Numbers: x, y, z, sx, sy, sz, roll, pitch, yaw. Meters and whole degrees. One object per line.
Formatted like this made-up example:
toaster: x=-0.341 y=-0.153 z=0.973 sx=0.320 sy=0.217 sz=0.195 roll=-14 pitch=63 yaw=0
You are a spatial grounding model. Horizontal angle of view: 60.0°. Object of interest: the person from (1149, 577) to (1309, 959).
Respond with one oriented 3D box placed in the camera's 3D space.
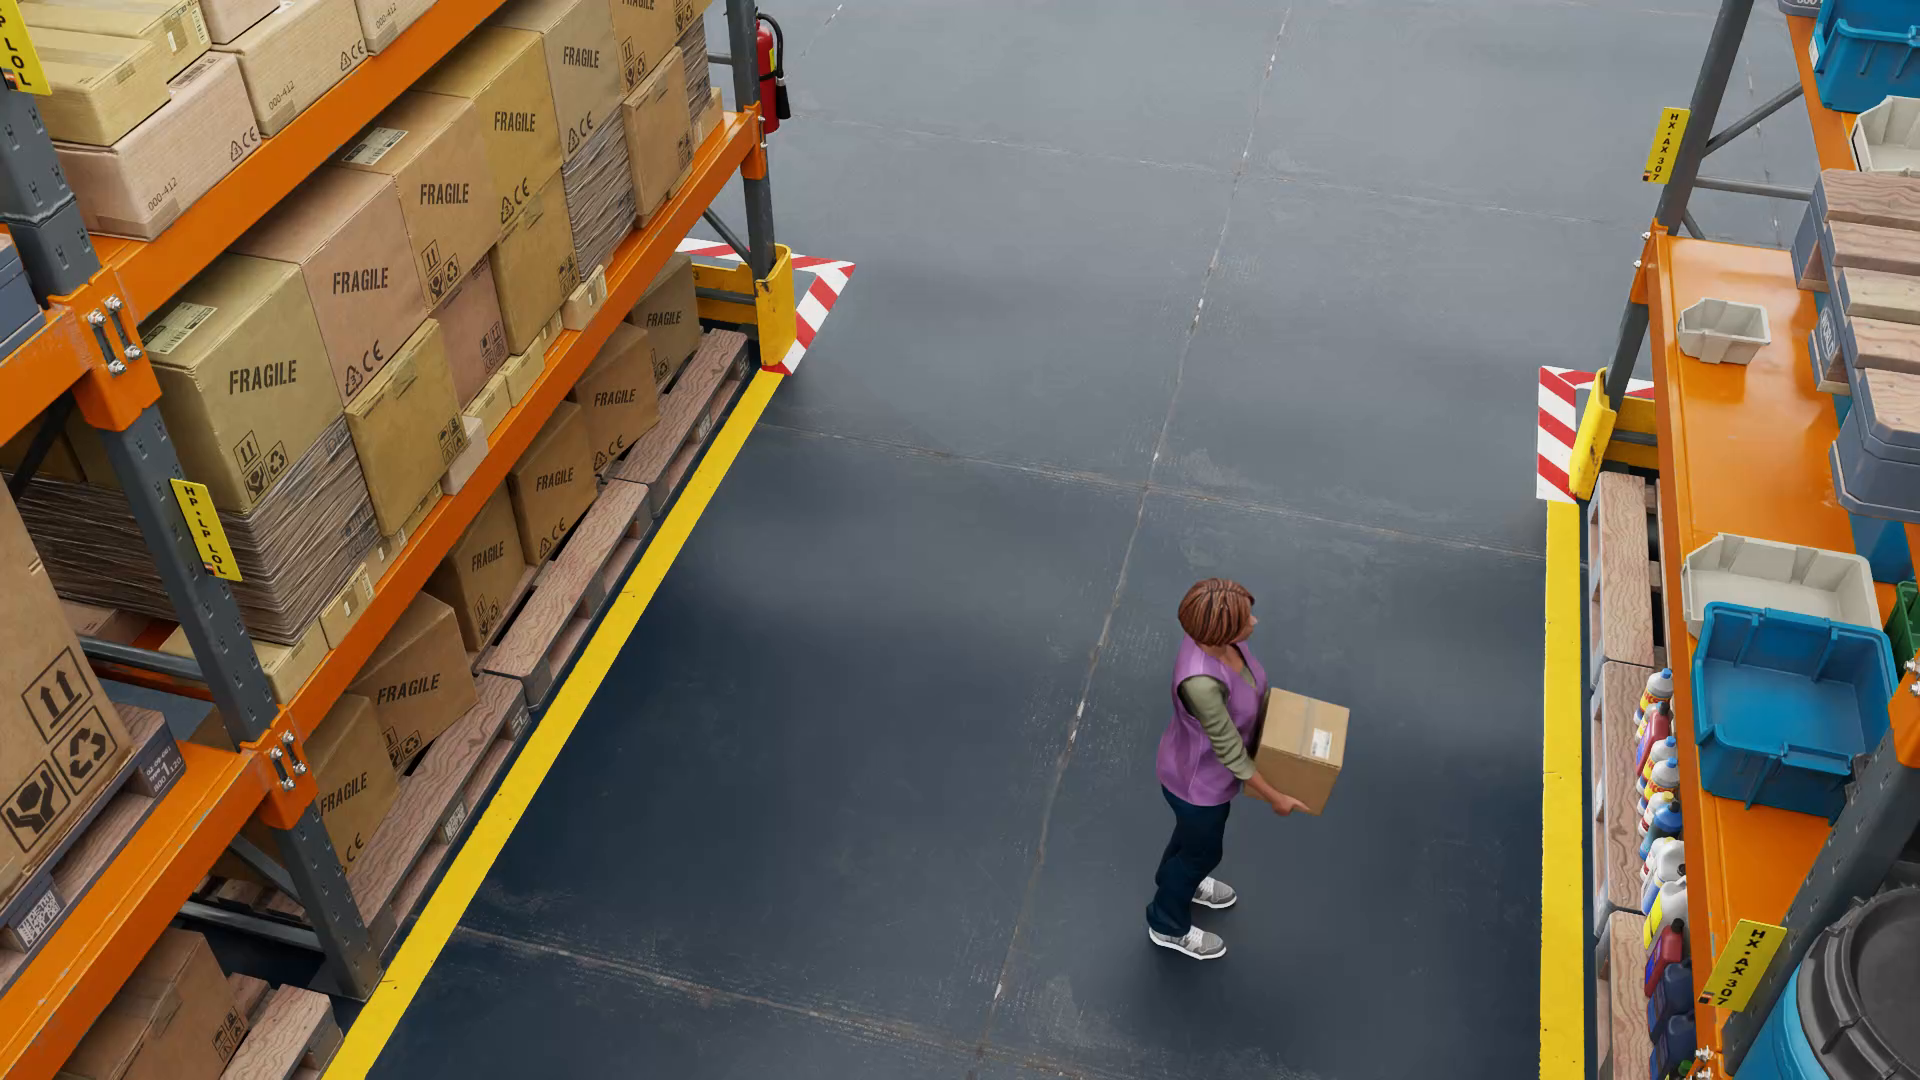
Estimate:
person: x=0.879 y=0.752 z=5.323 sx=0.485 sy=1.596 sz=0.401 roll=11 pitch=43 yaw=12
